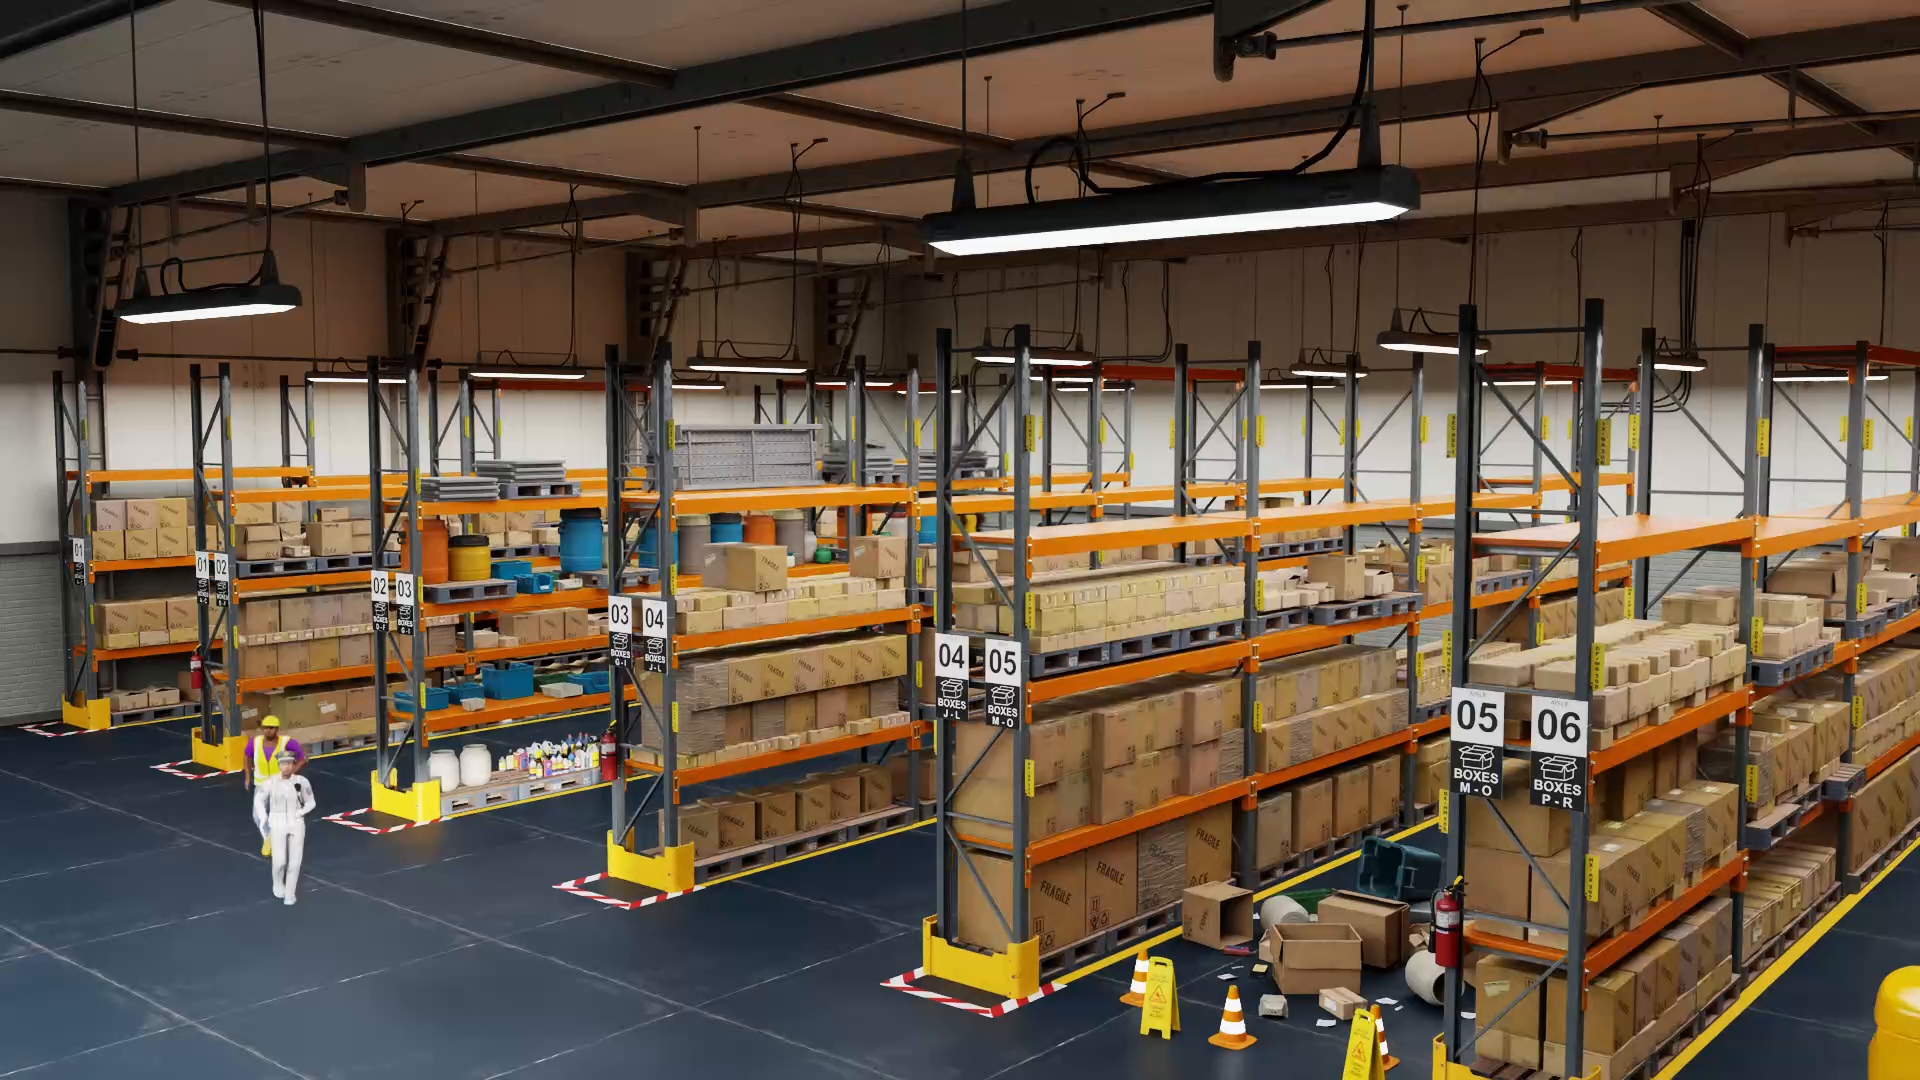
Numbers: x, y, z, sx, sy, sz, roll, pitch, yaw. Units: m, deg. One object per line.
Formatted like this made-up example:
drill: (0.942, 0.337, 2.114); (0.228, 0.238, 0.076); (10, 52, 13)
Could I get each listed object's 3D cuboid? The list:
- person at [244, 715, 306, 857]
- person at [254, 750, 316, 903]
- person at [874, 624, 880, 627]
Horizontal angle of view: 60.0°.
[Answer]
person: (-8.085, 2.898, 19.601); (0.723, 1.711, 0.683); (-1, 4, -13)
person: (-7.150, 3.056, 17.656); (0.599, 1.657, 0.562); (-2, 5, -25)
person: (-1.555, 1.643, 32.896); (0.668, 1.895, 0.879); (3, 5, 36)
